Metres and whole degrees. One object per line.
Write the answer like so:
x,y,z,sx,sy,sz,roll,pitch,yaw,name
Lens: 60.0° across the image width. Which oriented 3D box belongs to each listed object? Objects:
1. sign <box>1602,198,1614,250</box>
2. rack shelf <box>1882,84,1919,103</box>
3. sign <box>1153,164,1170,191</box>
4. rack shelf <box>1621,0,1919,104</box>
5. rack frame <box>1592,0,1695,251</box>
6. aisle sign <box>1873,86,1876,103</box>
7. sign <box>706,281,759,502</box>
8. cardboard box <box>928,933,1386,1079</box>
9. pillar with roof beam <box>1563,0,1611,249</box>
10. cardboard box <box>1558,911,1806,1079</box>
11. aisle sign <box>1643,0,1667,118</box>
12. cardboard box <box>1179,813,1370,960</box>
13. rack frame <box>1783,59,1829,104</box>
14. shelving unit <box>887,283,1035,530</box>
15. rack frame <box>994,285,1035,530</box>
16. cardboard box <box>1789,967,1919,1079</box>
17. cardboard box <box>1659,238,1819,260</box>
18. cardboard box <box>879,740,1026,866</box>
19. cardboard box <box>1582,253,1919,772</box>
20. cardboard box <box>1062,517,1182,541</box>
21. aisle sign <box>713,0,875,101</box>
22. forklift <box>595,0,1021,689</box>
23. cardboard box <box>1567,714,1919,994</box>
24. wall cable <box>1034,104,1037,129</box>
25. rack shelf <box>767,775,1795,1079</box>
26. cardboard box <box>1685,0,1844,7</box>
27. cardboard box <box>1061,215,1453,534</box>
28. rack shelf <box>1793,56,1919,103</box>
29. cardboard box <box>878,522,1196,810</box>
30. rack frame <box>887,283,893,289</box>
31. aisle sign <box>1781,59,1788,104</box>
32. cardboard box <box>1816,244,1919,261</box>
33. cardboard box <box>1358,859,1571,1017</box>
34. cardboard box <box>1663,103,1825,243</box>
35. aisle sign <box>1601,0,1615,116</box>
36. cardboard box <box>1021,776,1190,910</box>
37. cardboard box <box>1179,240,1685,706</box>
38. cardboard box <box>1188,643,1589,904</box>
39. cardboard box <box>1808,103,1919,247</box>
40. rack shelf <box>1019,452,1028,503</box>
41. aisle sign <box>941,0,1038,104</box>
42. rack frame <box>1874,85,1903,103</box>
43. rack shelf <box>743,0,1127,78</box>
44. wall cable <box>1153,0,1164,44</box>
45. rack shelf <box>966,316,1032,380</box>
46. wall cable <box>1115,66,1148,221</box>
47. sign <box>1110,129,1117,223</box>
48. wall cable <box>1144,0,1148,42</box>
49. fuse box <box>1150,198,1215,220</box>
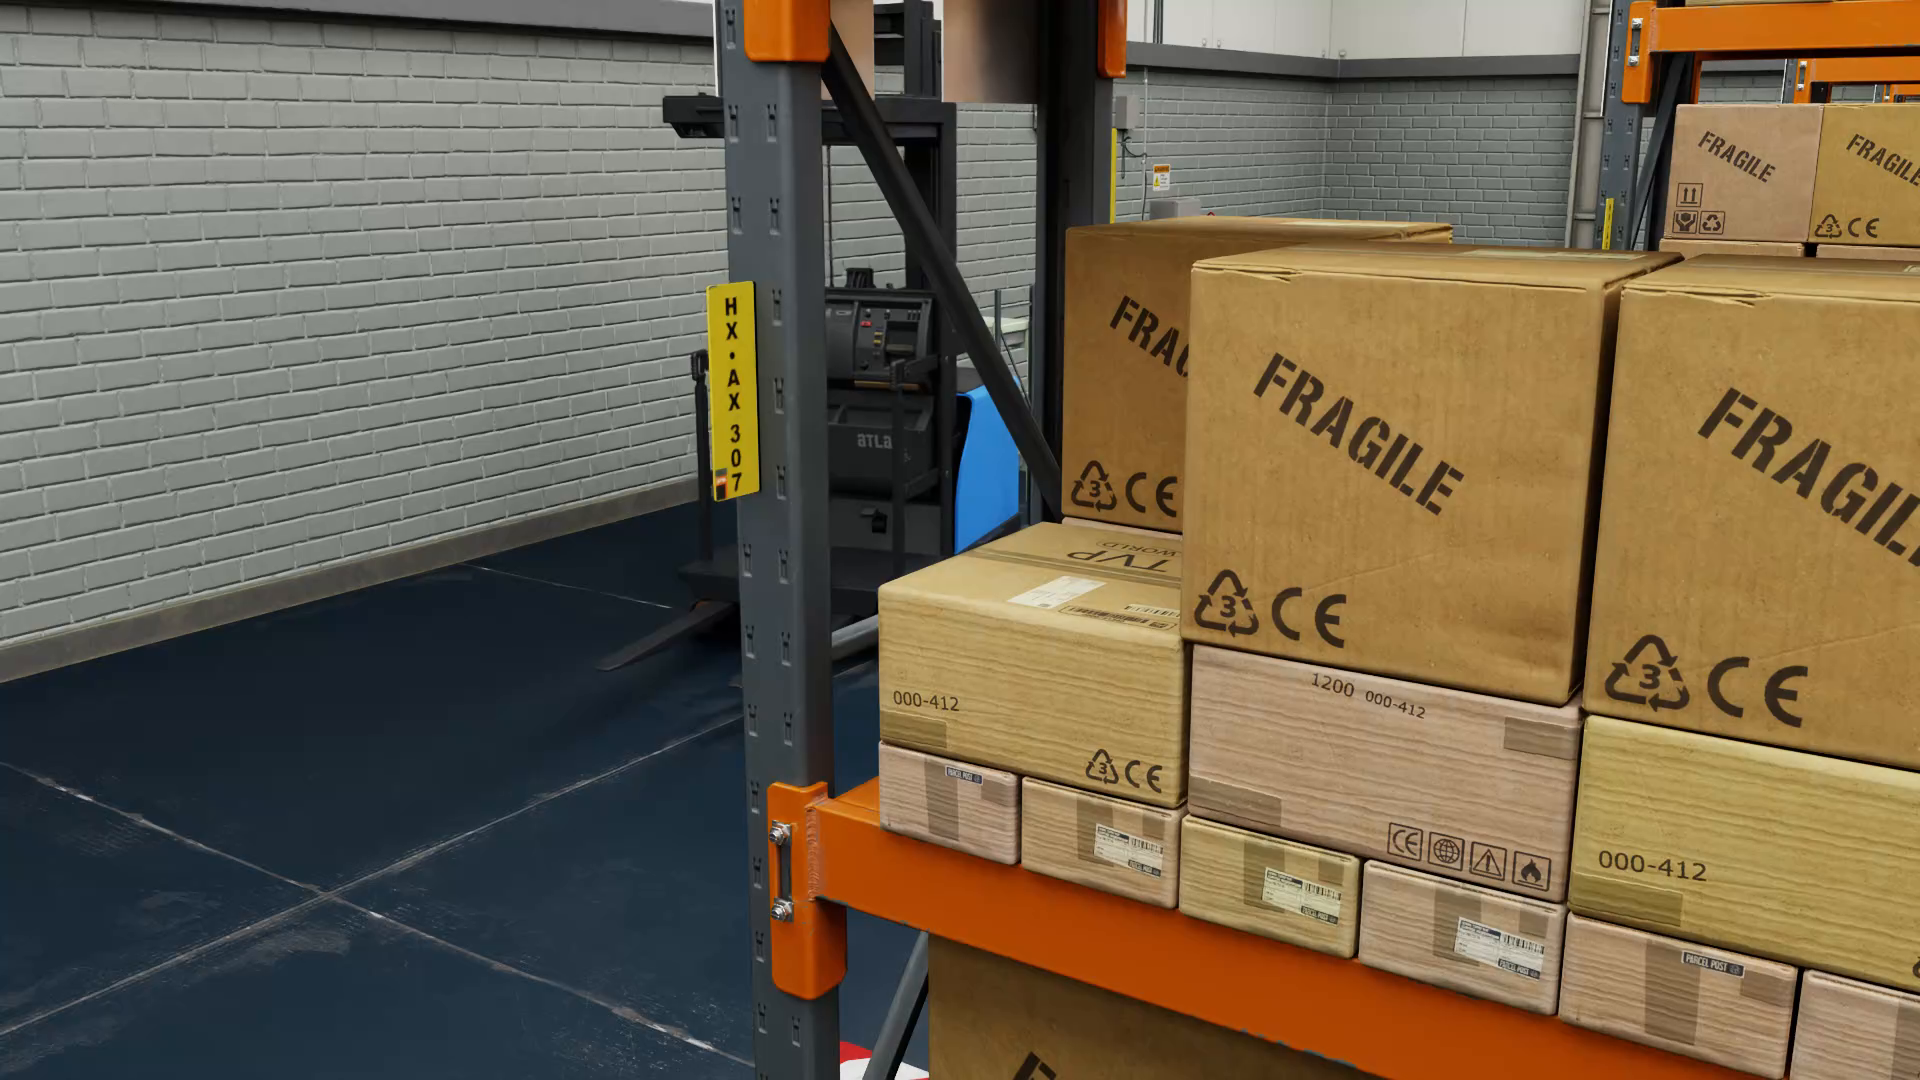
2.520,-1.164,6.482,0.005,0.325,0.100,9,17,33,sign
9.928,-3.681,13.707,4.000,0.370,1.077,9,17,33,rack shelf
1.901,-3.421,15.682,0.001,0.242,0.339,9,17,33,sign
4.483,-1.691,5.665,4.000,0.370,1.077,9,17,33,rack shelf
2.823,-0.852,7.023,0.127,3.000,1.000,9,17,33,rack frame
8.048,-4.055,14.553,0.004,0.787,0.394,9,17,33,aisle sign
-0.344,-0.225,2.525,0.005,0.325,0.100,9,17,33,sign
0.547,1.021,3.005,0.875,0.875,0.875,9,17,33,cardboard box
4.132,-5.438,13.063,0.400,9.000,9.100,9,17,33,pillar with roof beam
0.935,0.496,2.099,0.250,0.149,0.380,9,16,32,cardboard box
2.930,-2.184,6.992,0.004,0.787,0.394,9,17,33,aisle sign
0.508,0.427,2.378,0.250,0.149,0.380,9,16,31,cardboard box
5.502,-1.853,11.065,0.127,3.000,1.000,9,17,33,rack frame
0.006,-0.727,9.639,0.755,1.500,0.431,9,17,33,shelving unit
0.309,-0.678,9.441,0.023,1.500,0.400,9,17,33,rack frame
1.150,0.531,1.960,0.250,0.149,0.380,9,16,32,cardboard box
3.041,-0.930,6.509,0.500,0.500,0.500,10,17,35,cardboard box
0.081,0.359,2.655,0.250,0.149,0.380,9,17,33,cardboard box
1.067,-0.059,1.951,0.500,0.500,0.500,9,16,31,cardboard box
0.521,0.064,3.016,0.500,0.250,0.500,9,16,32,cardboard box
-0.256,-1.088,2.568,0.004,0.787,0.394,9,17,33,aisle sign
-0.650,-0.994,7.741,1.130,2.935,3.031,5,15,20,forklift
1.069,0.306,2.036,0.500,0.250,0.500,9,16,31,cardboard box
0.810,-3.113,13.975,0.123,1.953,0.585,9,17,33,wall cable
1.631,0.741,2.085,4.000,0.370,1.077,9,17,33,rack shelf
3.053,-2.124,6.231,0.500,0.250,0.500,10,17,35,cardboard box
0.522,-0.299,2.922,0.500,0.500,0.500,9,17,33,cardboard box
7.161,-2.691,9.707,4.000,0.370,1.077,9,17,33,rack shelf
0.219,0.170,2.587,0.500,0.250,0.500,9,16,31,cardboard box
-0.298,-0.776,9.838,0.023,1.500,0.400,9,17,33,rack frame
5.280,-3.066,10.558,0.004,0.787,0.394,9,17,33,aisle sign
3.500,-0.863,6.240,0.500,0.500,0.500,9,17,33,cardboard box
0.725,0.462,2.238,0.250,0.149,0.380,9,16,32,cardboard box
3.047,-1.417,6.398,0.500,0.500,0.500,9,17,32,cardboard box
2.595,-2.064,6.508,0.004,0.787,0.394,9,17,33,aisle sign
0.295,0.393,2.517,0.250,0.149,0.380,9,16,32,cardboard box
0.633,-0.127,2.226,0.500,0.500,0.500,9,16,31,cardboard box
0.654,0.238,2.311,0.500,0.250,0.500,9,16,32,cardboard box
3.470,-1.351,6.130,0.500,0.500,0.500,10,17,34,cardboard box
0.006,-0.411,9.718,0.720,0.370,0.431,9,17,33,rack shelf
0.079,-1.208,3.051,0.004,0.787,0.394,9,17,33,aisle sign
8.269,-2.843,15.065,0.127,3.000,1.000,9,17,33,rack frame
1.631,-0.715,1.725,4.000,0.370,1.077,9,17,33,rack shelf
2.633,-6.190,16.022,0.133,3.039,2.988,9,17,33,wall cable
0.006,-1.106,9.546,0.720,0.370,0.431,9,17,33,rack shelf
1.592,-3.382,15.127,0.122,1.984,0.588,9,17,33,wall cable
0.285,-0.660,3.344,0.005,0.325,0.100,9,17,33,sign
1.047,-5.621,13.803,0.029,3.000,2.355,9,17,33,wall cable
2.103,-2.378,15.868,0.414,1.711,0.539,9,17,33,fuse box
